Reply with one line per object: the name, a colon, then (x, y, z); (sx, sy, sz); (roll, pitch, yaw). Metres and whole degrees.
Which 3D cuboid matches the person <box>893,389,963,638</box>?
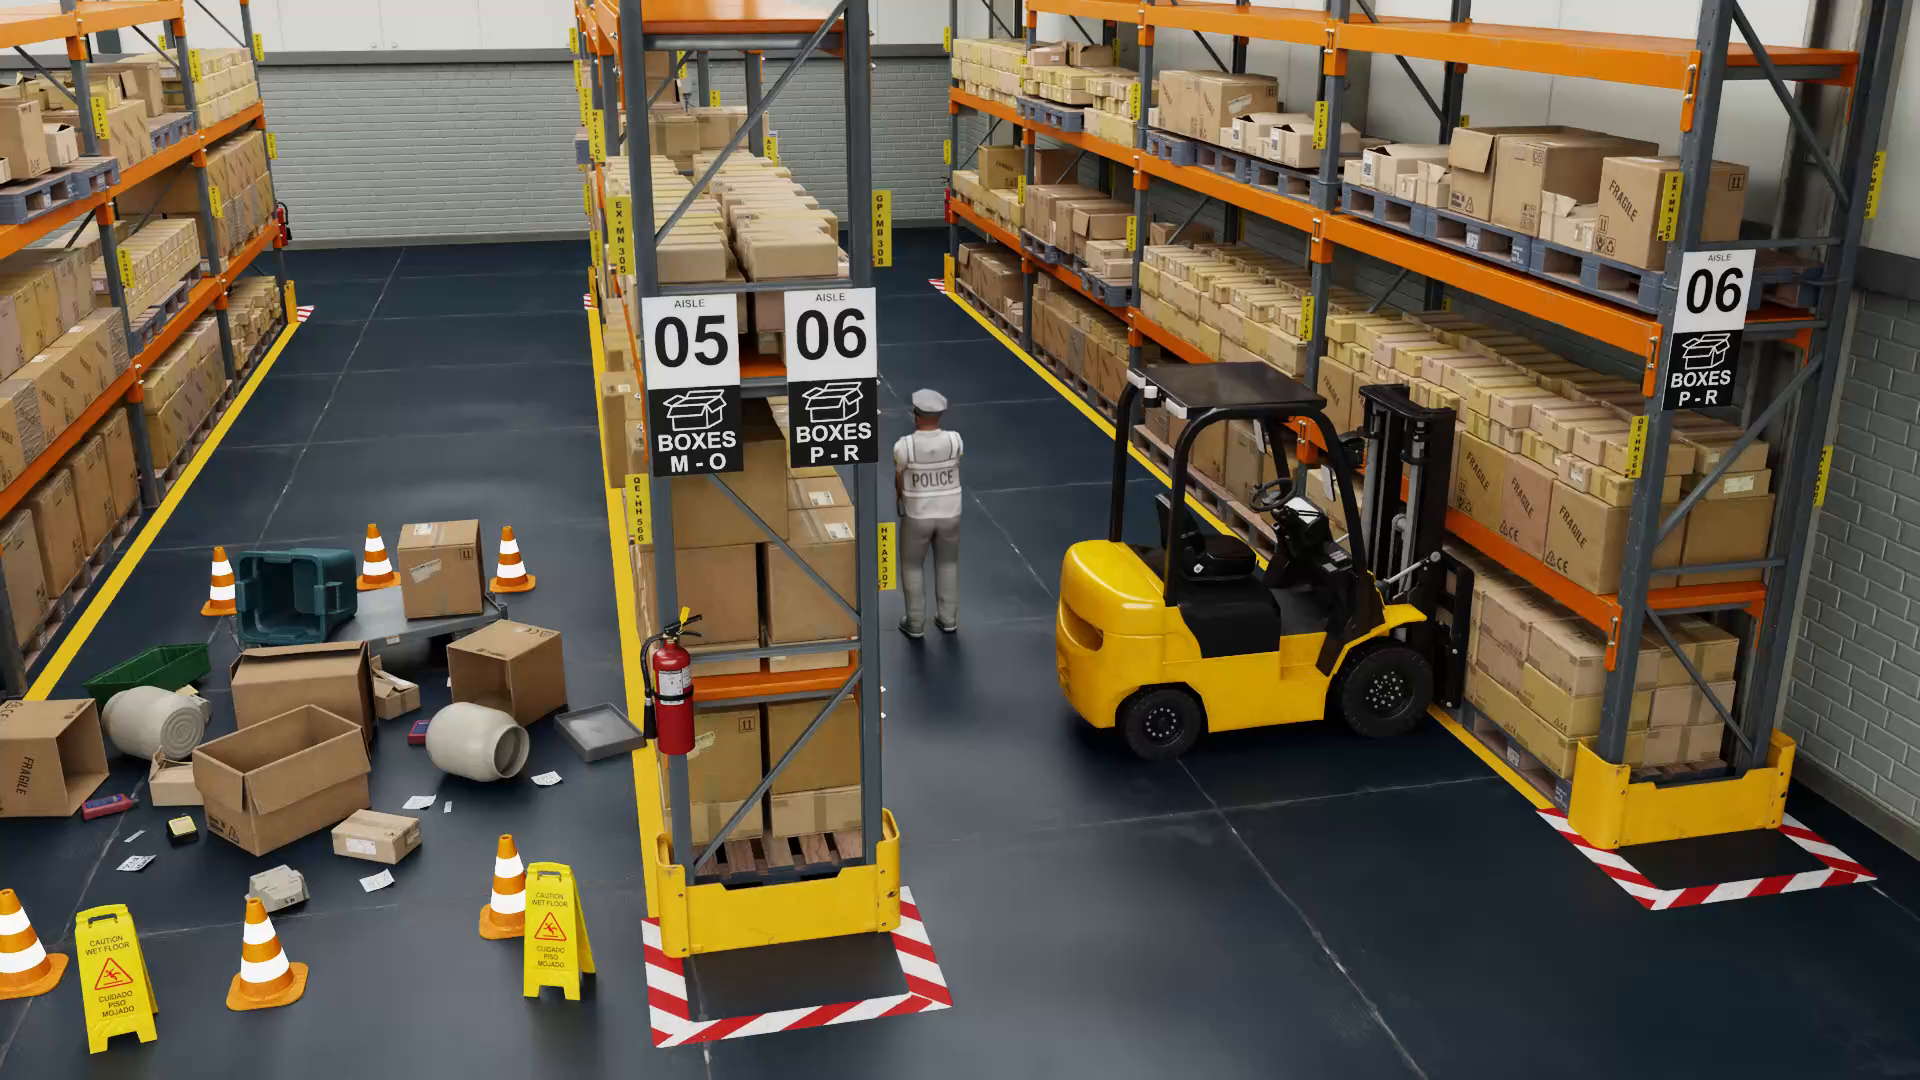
person: (-0.245, -0.208, 11.624); (0.490, 1.771, 0.566); (-6, 20, -16)
